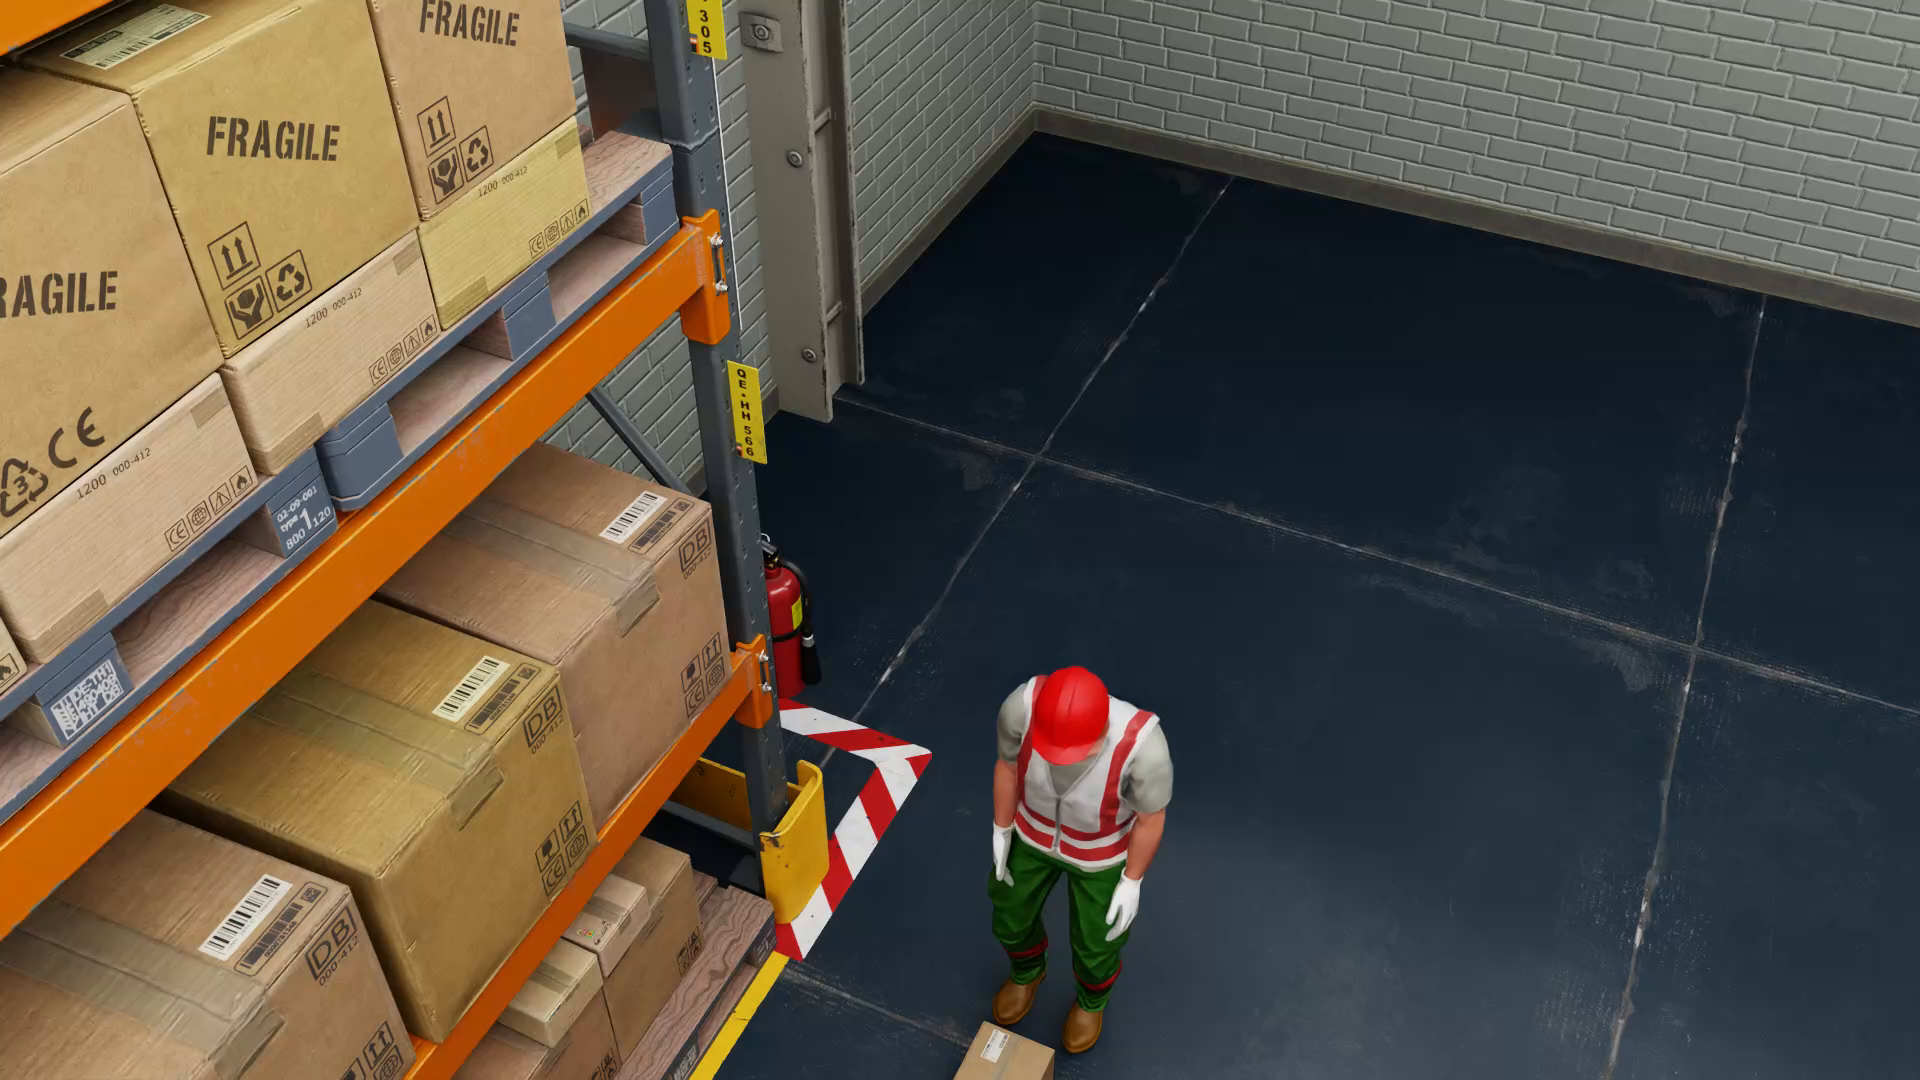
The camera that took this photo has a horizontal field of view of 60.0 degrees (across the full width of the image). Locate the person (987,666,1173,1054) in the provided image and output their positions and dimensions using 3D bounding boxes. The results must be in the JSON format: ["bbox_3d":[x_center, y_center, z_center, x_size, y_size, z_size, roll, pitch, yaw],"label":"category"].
[{"bbox_3d":[0.345,0.960,5.111,0.547,1.724,0.477,18,45,20],"label":"person"}]
